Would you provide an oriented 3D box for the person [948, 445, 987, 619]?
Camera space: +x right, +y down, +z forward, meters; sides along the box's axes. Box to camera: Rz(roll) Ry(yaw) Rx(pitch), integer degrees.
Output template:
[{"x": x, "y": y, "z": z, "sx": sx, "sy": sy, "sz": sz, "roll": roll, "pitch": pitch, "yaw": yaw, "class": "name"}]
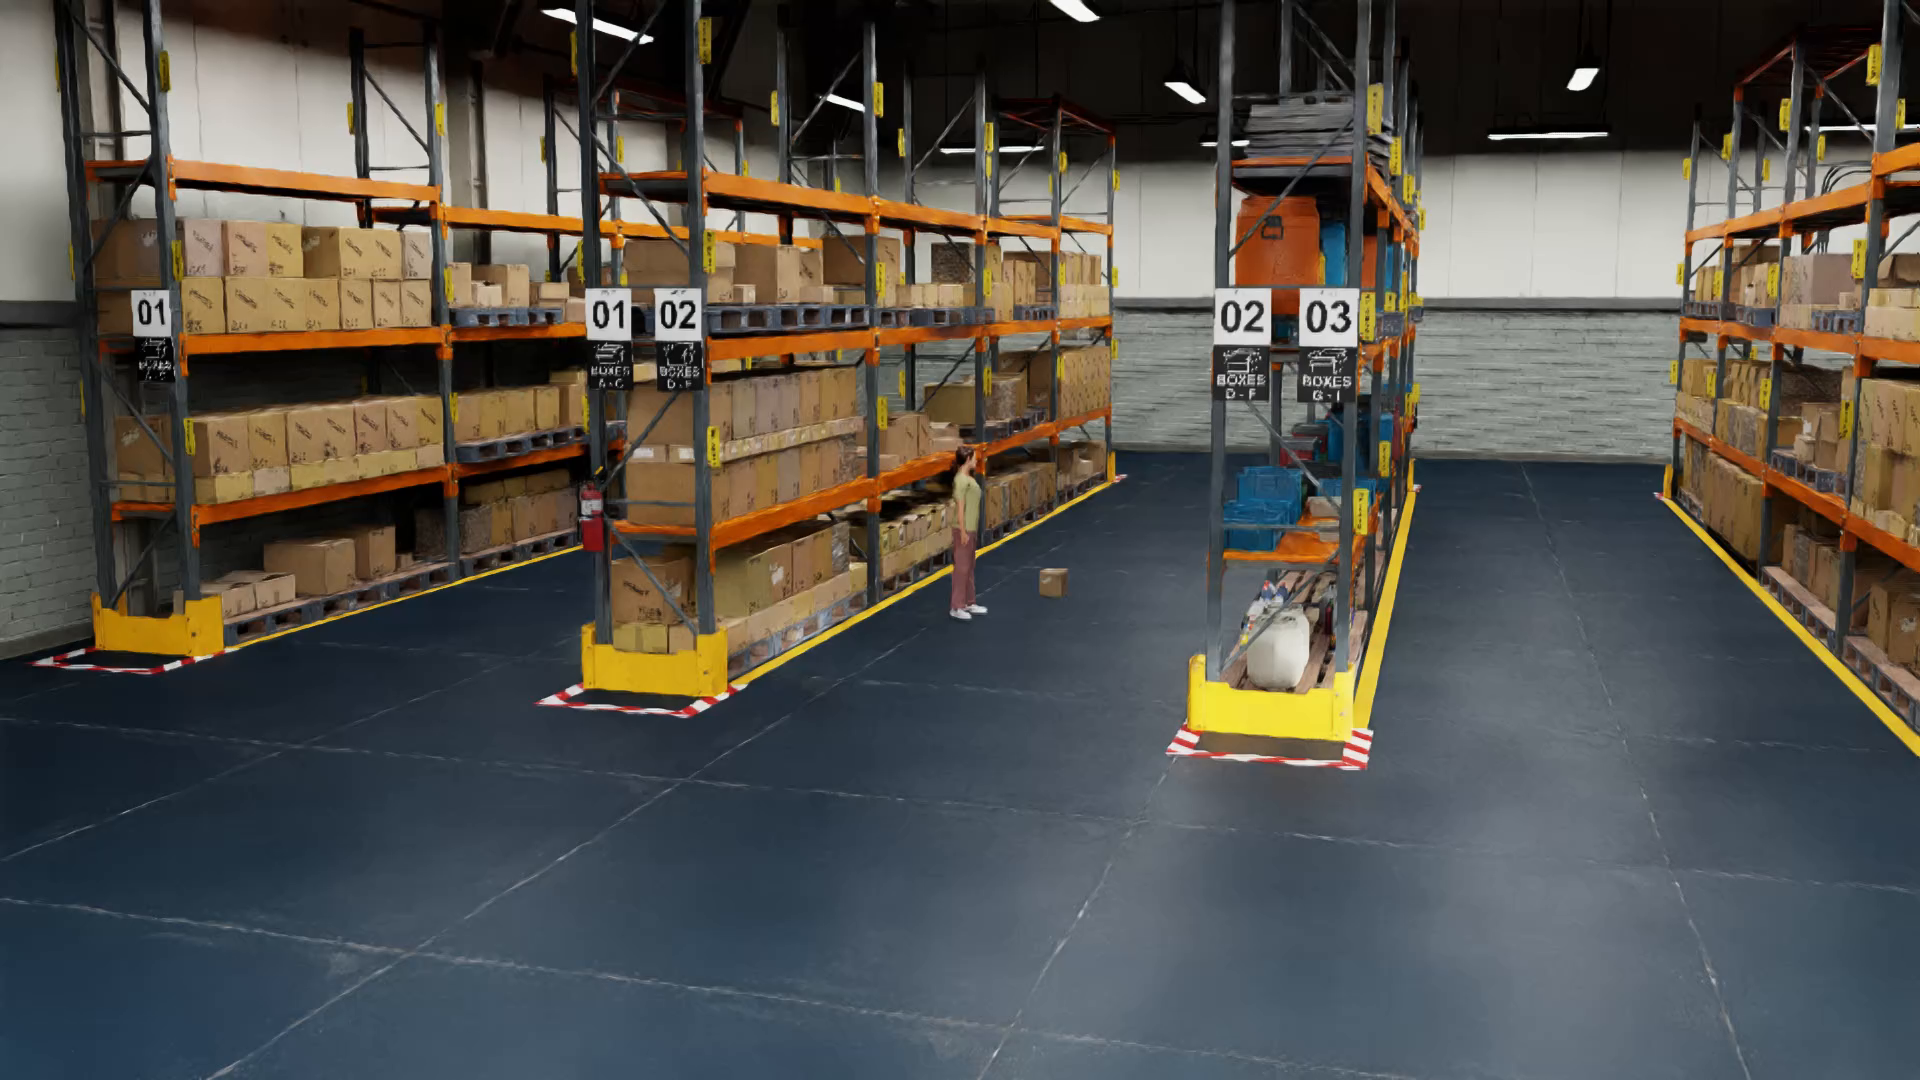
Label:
[{"x": 0.079, "y": -0.090, "z": 16.283, "sx": 0.358, "sy": 1.680, "sz": 0.525, "roll": 1, "pitch": 8, "yaw": 8, "class": "person"}]
